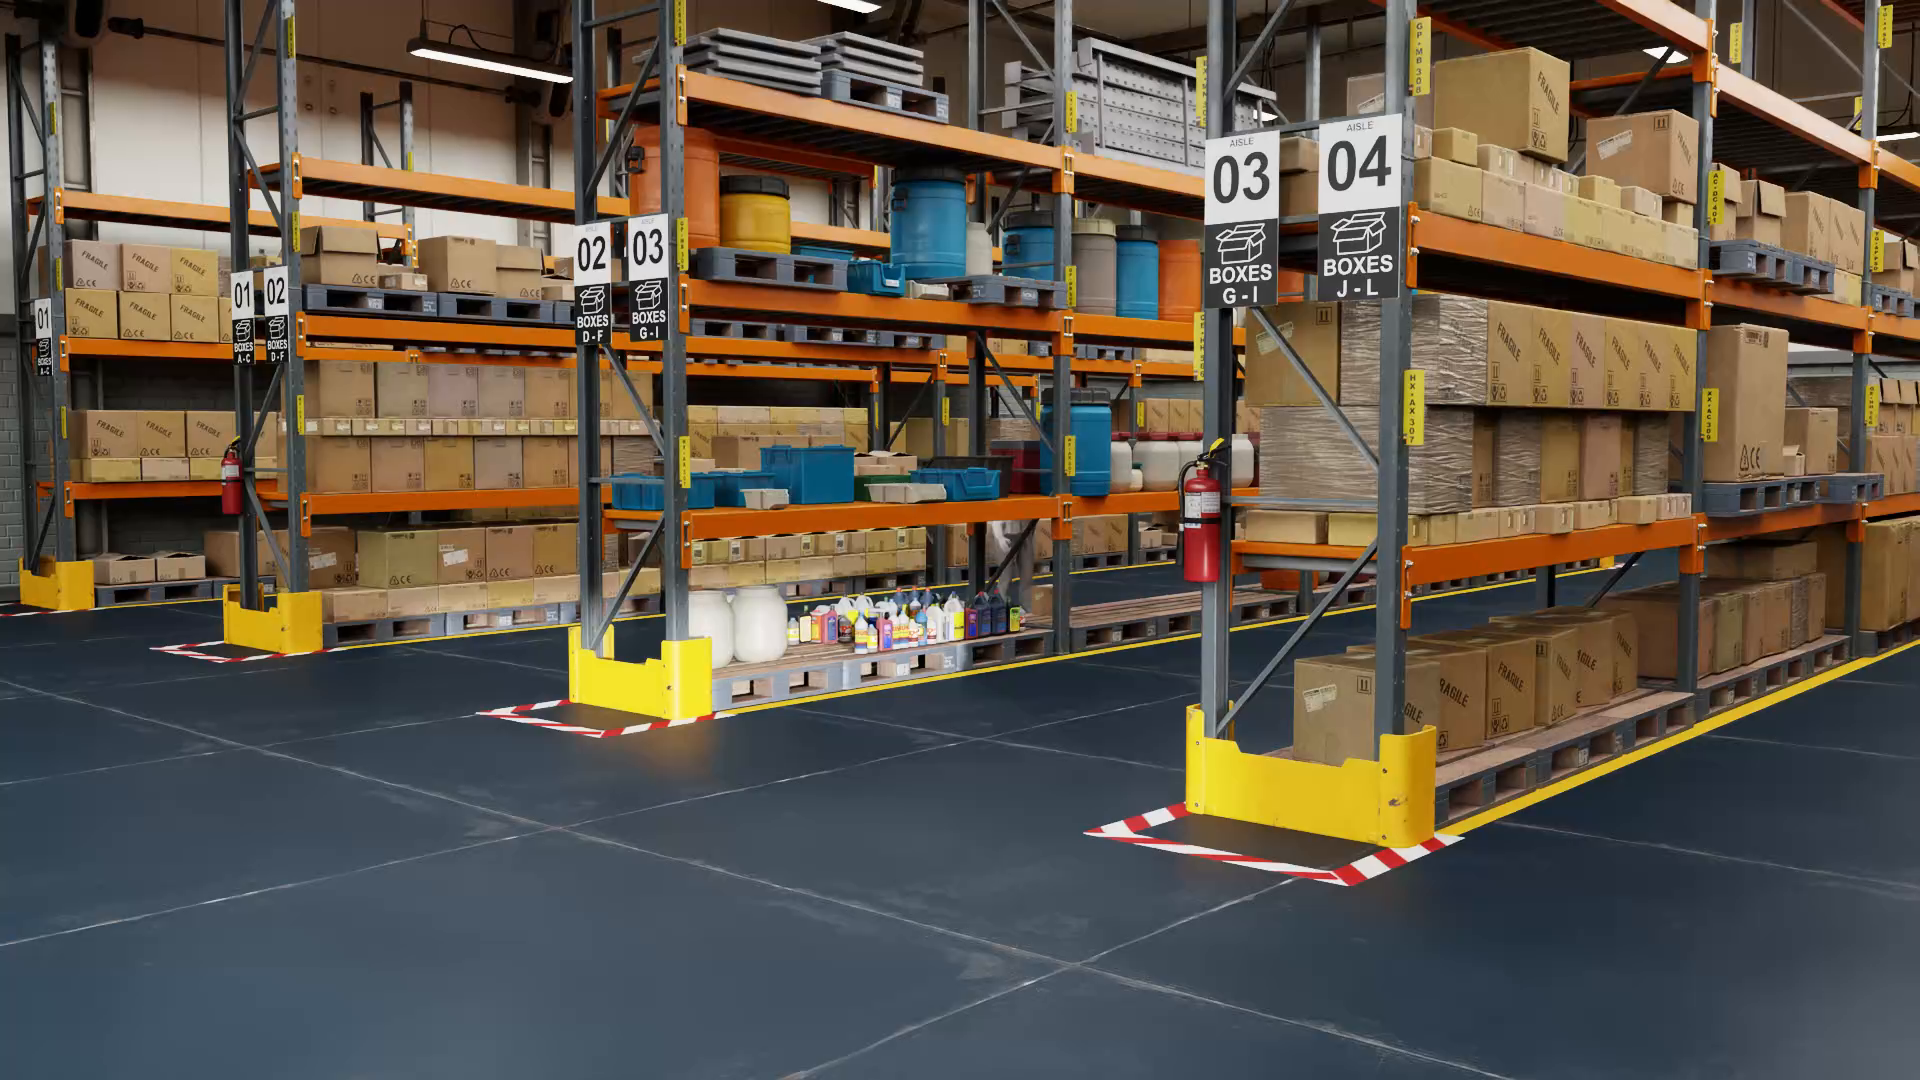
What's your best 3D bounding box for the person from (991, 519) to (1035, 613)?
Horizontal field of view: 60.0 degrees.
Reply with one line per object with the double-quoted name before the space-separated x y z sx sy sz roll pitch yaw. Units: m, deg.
"person" 0.523 0.003 15.202 0.519 1.692 0.464 -2 4 -32
